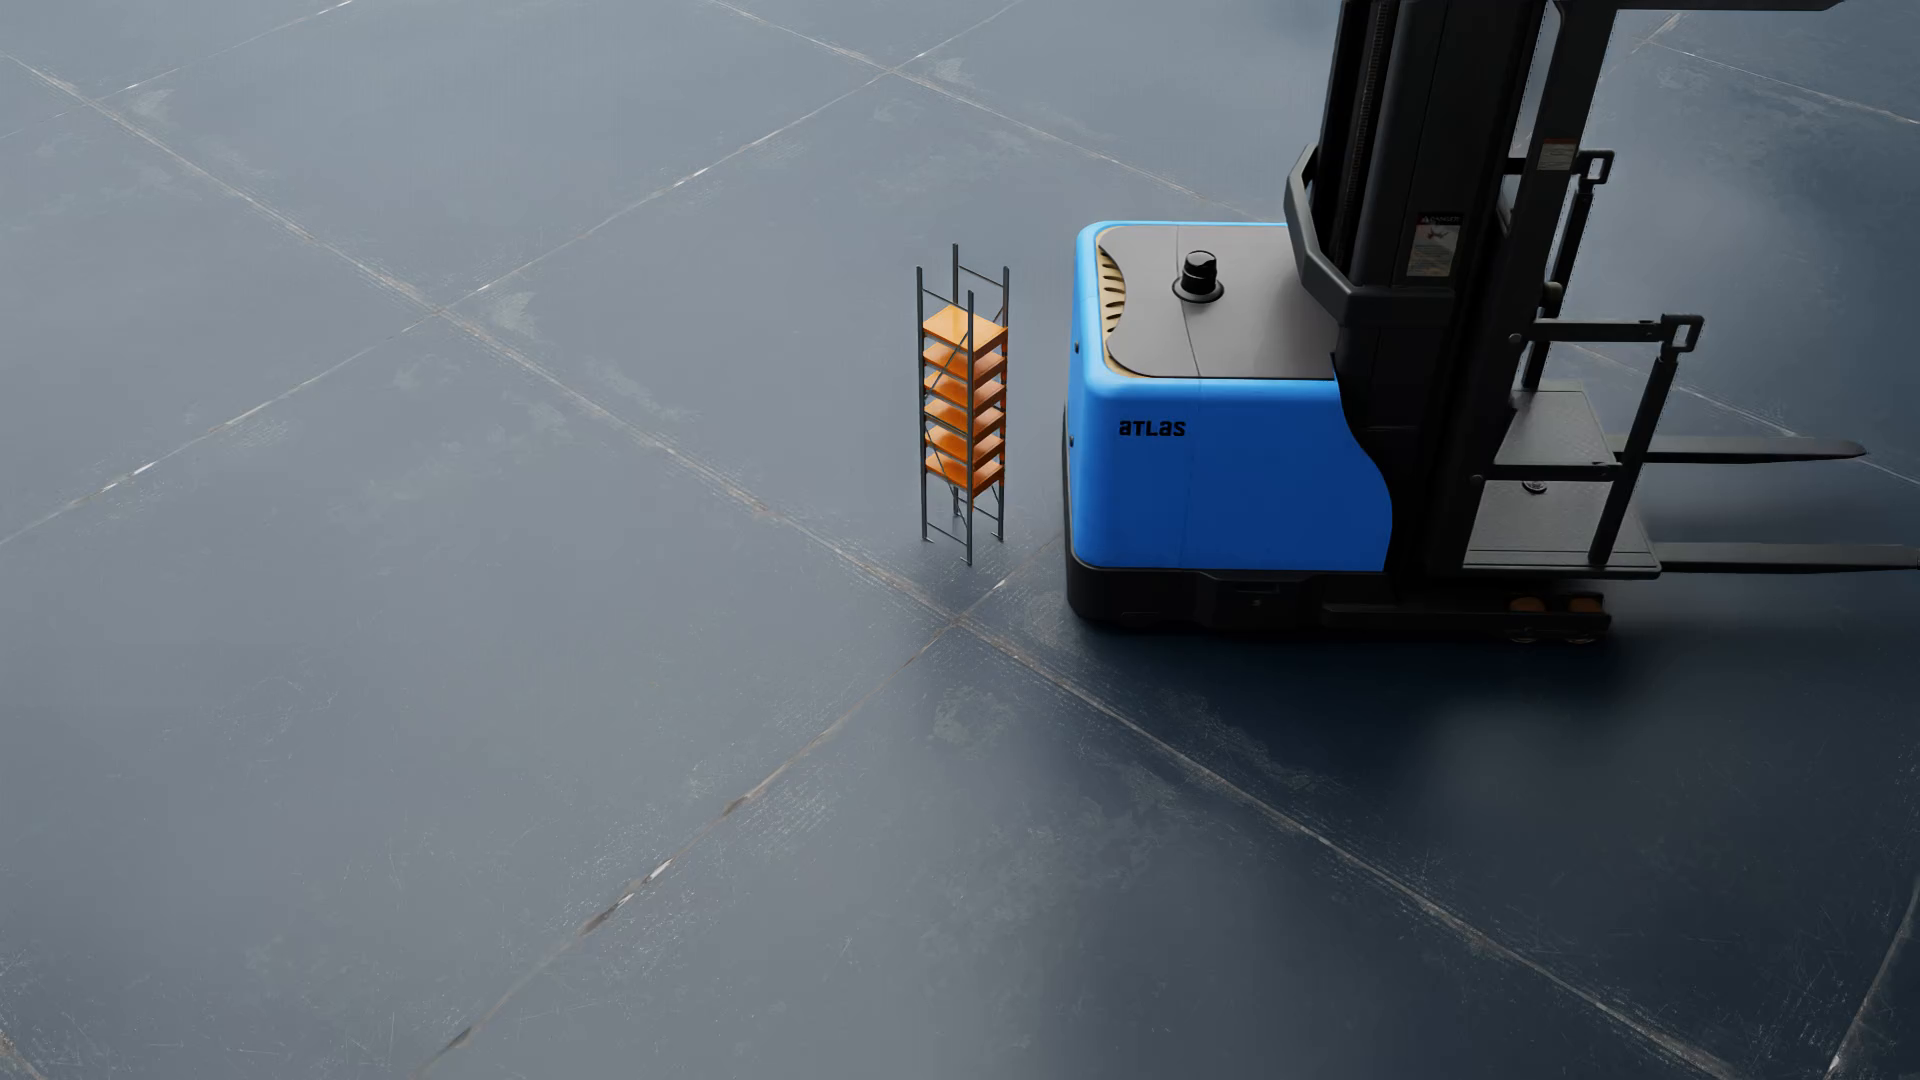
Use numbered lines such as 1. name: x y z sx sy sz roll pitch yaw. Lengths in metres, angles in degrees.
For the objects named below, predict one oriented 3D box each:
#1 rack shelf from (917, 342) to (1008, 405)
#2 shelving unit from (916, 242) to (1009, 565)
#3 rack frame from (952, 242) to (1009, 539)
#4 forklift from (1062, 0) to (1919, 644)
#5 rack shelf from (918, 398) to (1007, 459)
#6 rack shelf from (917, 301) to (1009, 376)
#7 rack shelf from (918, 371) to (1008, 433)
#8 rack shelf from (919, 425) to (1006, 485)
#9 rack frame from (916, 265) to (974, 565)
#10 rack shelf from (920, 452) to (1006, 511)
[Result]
1. rack shelf: 0.009 -0.596 5.723 0.258 0.103 0.180 29 50 28
2. shelving unit: 0.009 -0.451 5.855 0.258 1.200 0.189 29 50 28
3. rack frame: 0.068 -0.498 5.906 0.240 1.200 0.006 29 50 28
4. forklift: 1.906 -1.084 5.264 3.031 2.935 1.130 1 42 1
5. rack shelf: 0.009 -0.419 5.884 0.258 0.103 0.180 29 50 28
6. rack shelf: 0.009 -0.685 5.642 0.258 0.103 0.180 29 50 28
7. rack shelf: 0.009 -0.507 5.804 0.258 0.103 0.180 29 50 28
8. rack shelf: 0.009 -0.330 5.965 0.258 0.103 0.180 29 50 28
9. rack frame: -0.050 -0.404 5.803 0.240 1.200 0.006 29 50 28
10. rack shelf: 0.009 -0.241 6.046 0.258 0.103 0.180 29 50 28
